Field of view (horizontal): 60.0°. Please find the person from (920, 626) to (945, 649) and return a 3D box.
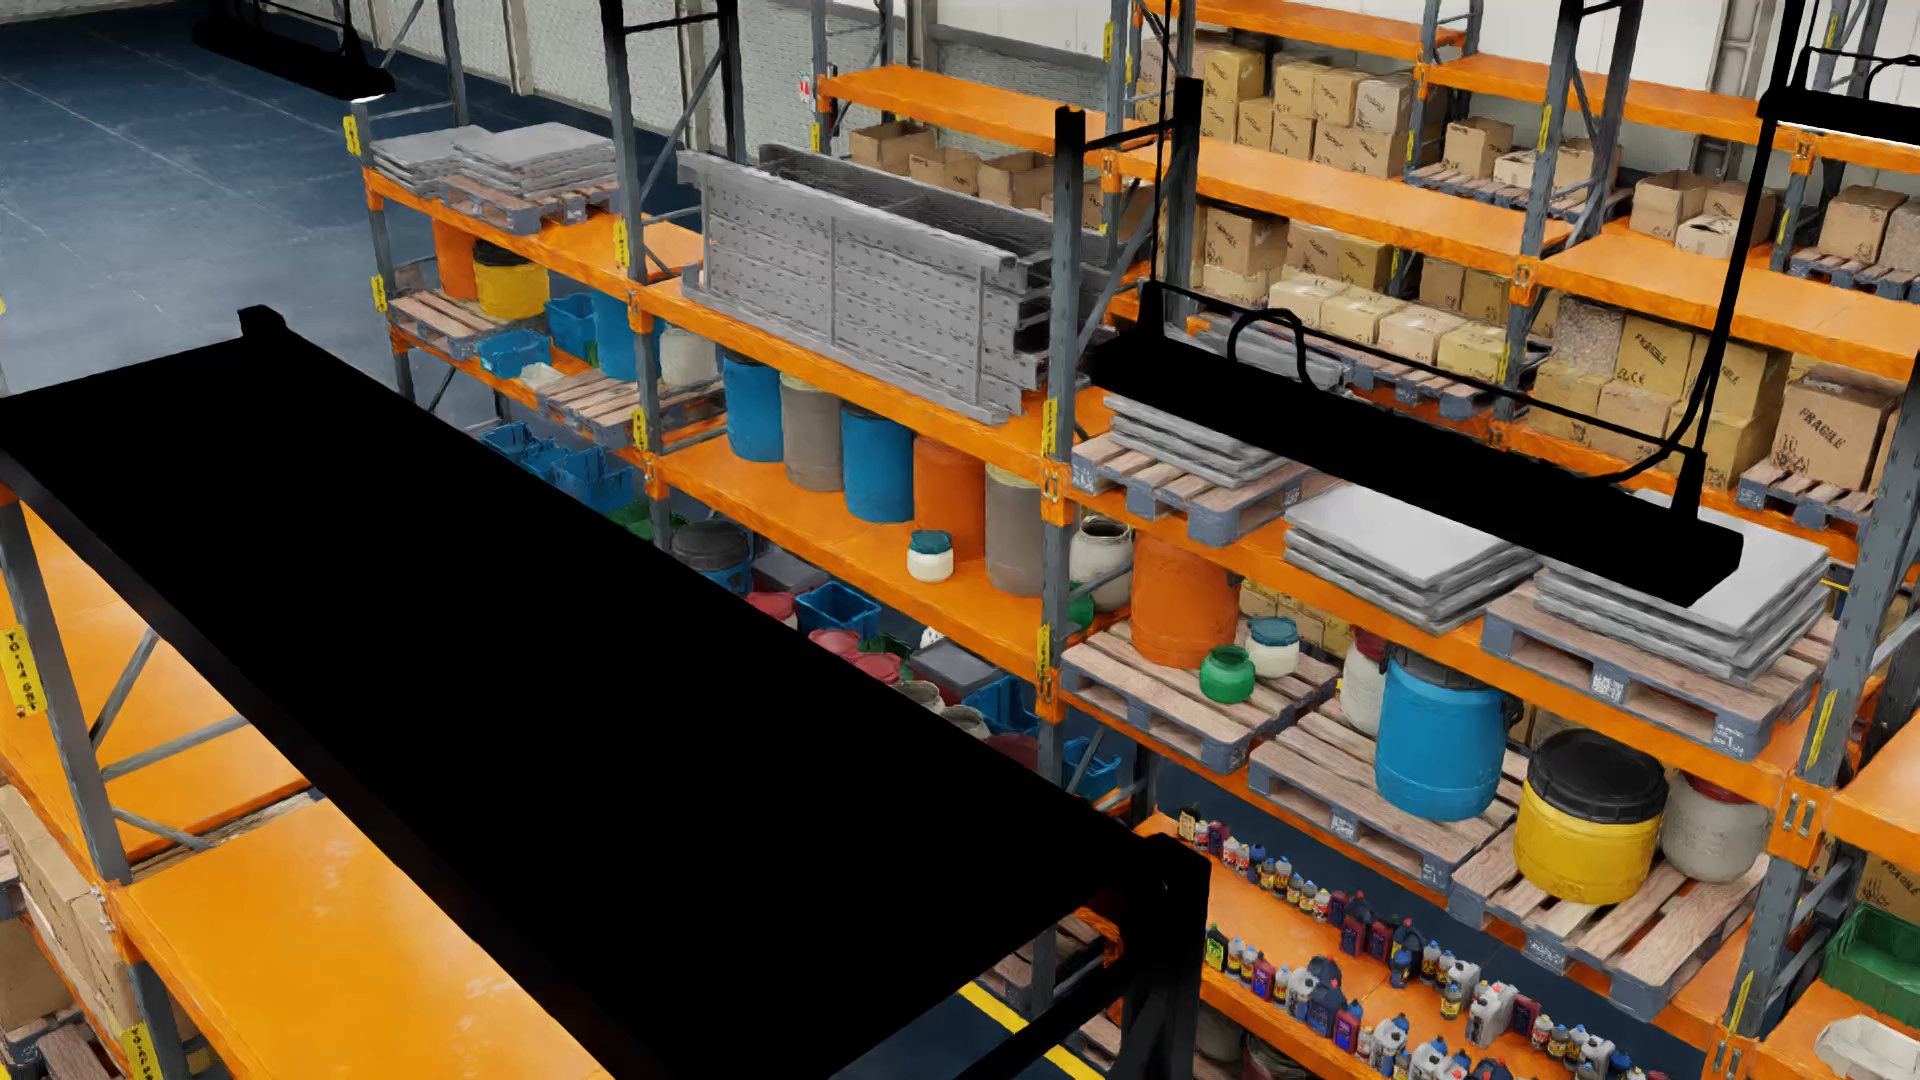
[{"bbox_3d":[-0.081,1.154,12.965,0.474,1.629,0.908,-14,31,-24],"label":"person"}]
